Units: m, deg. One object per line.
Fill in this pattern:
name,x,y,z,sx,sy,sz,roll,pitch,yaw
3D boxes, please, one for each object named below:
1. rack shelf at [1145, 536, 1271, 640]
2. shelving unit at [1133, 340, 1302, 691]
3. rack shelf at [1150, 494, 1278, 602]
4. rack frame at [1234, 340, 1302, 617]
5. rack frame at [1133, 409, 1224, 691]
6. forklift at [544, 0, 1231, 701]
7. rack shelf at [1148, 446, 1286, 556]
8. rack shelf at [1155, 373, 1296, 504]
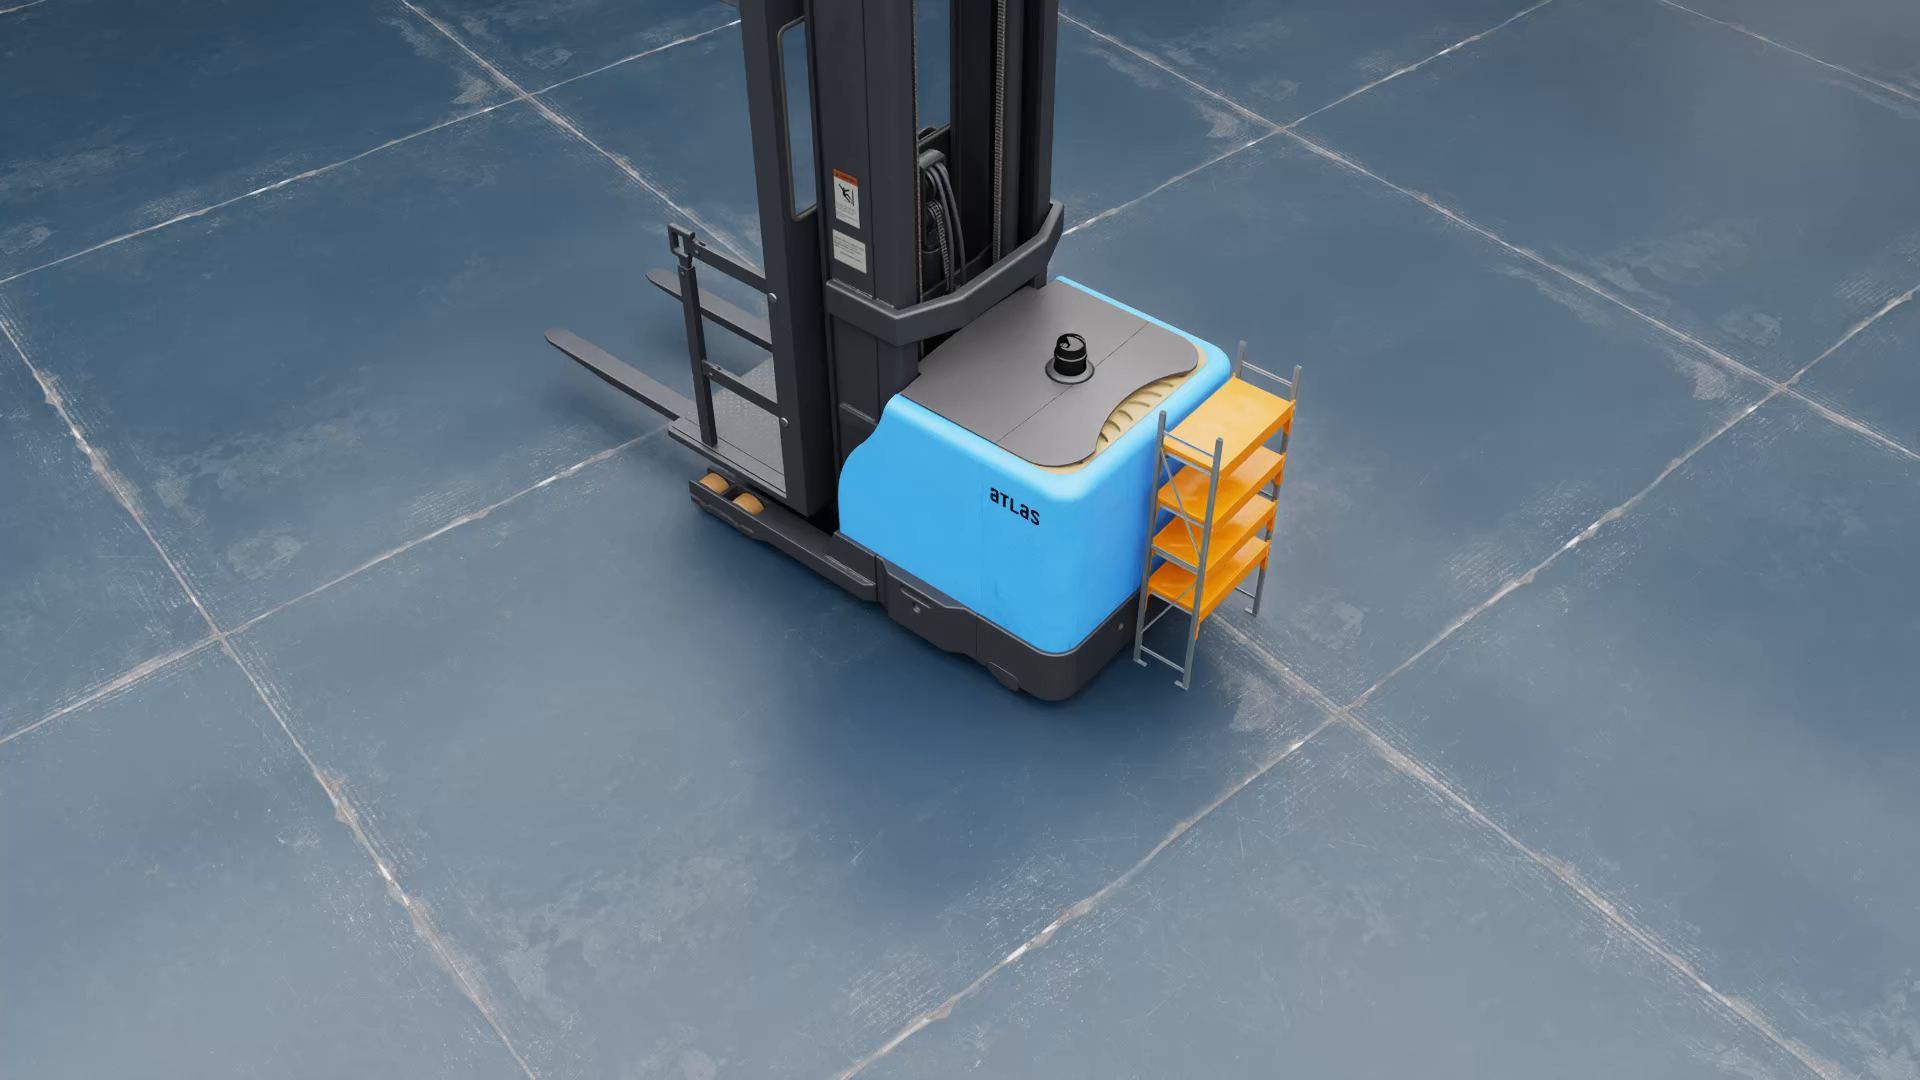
rack shelf,0.904,0.129,6.125,0.258,0.148,0.480,29,50,27
shelving unit,0.904,-0.065,5.943,0.258,1.200,0.503,29,50,27
rack shelf,0.904,-0.016,5.989,0.258,0.148,0.480,29,50,27
rack frame,1.058,-0.195,6.081,0.240,1.200,0.015,29,50,27
rack frame,0.750,0.064,5.805,0.240,1.200,0.015,29,50,27
forklift,-0.479,-1.340,6.036,3.031,2.935,1.130,30,51,28
rack shelf,0.904,-0.179,5.836,0.258,0.148,0.480,29,50,27
rack shelf,0.904,-0.352,5.674,0.258,0.148,0.480,29,50,27
